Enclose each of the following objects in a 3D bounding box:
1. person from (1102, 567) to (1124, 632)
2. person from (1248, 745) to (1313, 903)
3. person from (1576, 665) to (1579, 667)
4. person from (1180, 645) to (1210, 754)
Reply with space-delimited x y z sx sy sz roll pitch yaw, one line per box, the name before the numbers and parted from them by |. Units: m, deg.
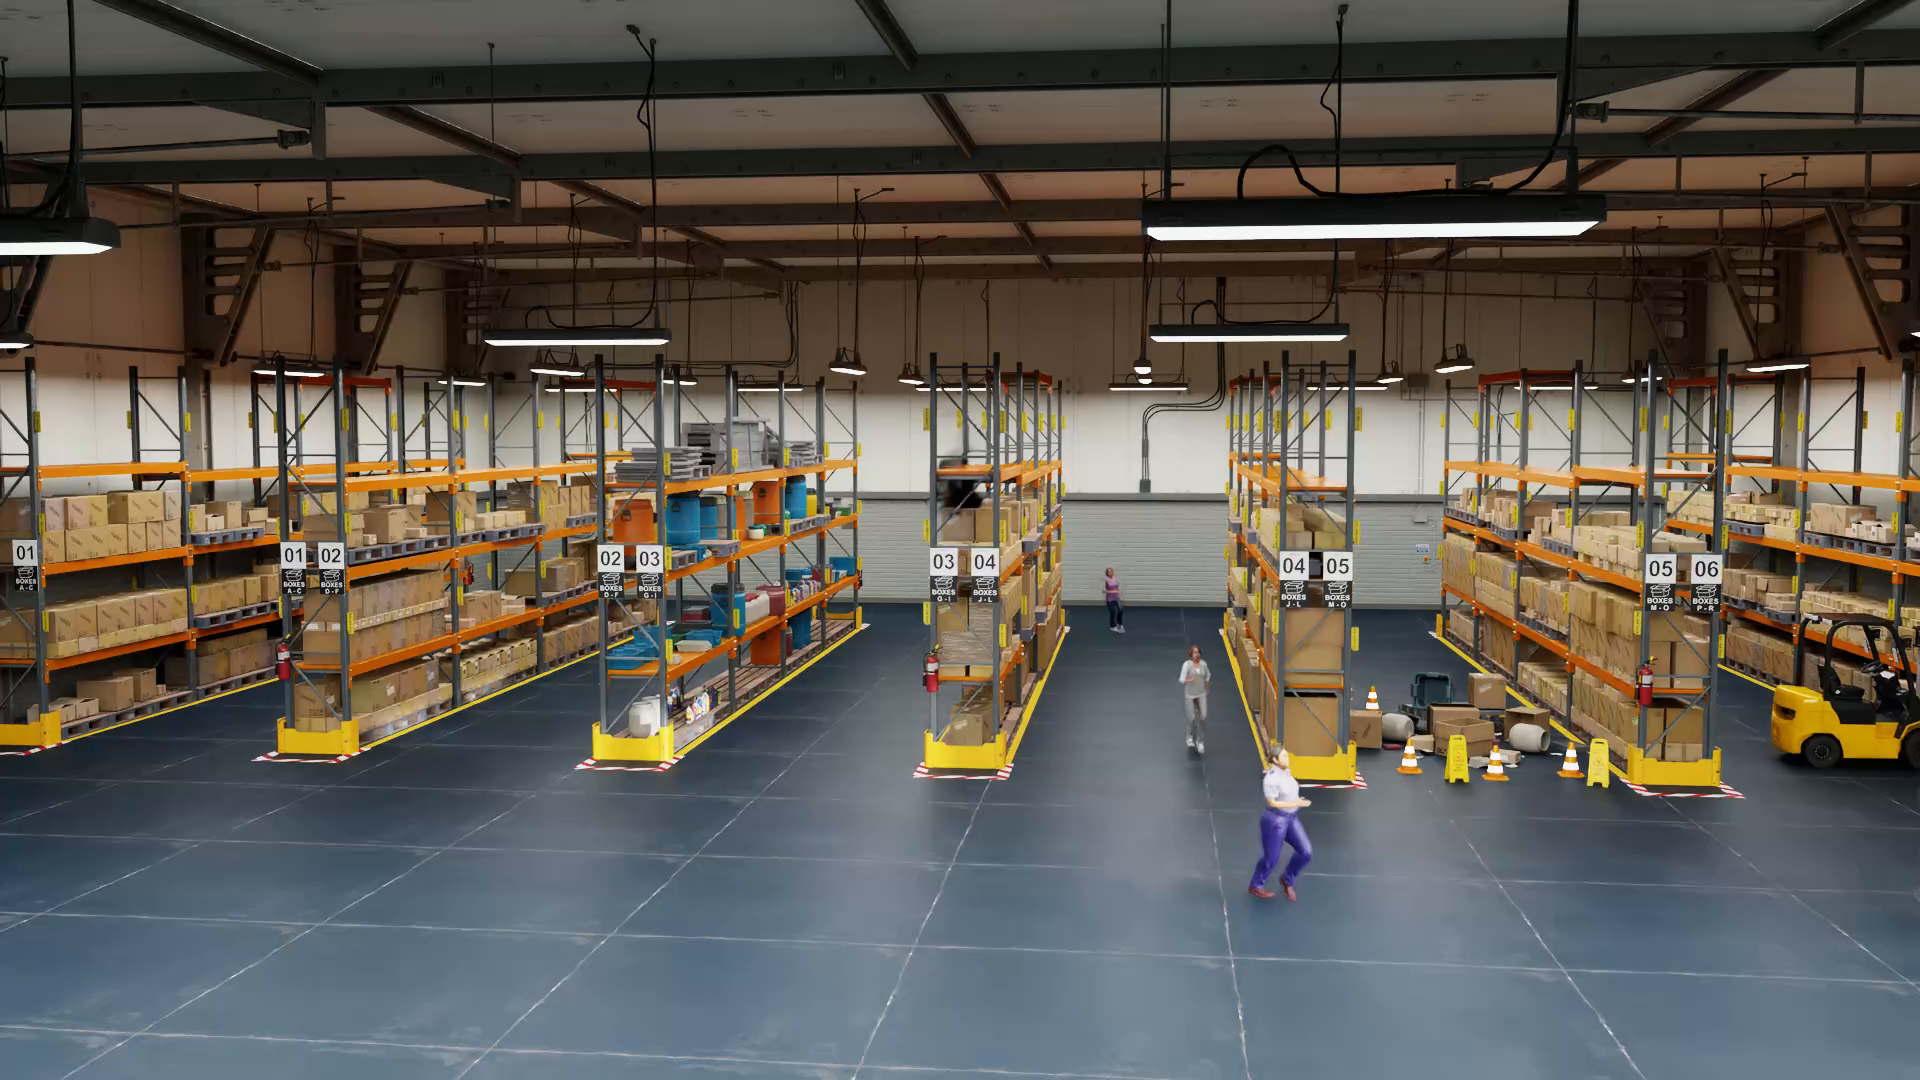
person | 3.606 1.423 39.486 0.544 1.536 0.622 -1 4 -19
person | 3.349 2.965 17.309 0.688 1.666 0.578 4 5 42
person | 12.705 1.772 34.144 0.600 1.637 0.576 0 4 -1
person | 3.584 2.416 25.264 0.514 1.639 0.666 0 4 -3
